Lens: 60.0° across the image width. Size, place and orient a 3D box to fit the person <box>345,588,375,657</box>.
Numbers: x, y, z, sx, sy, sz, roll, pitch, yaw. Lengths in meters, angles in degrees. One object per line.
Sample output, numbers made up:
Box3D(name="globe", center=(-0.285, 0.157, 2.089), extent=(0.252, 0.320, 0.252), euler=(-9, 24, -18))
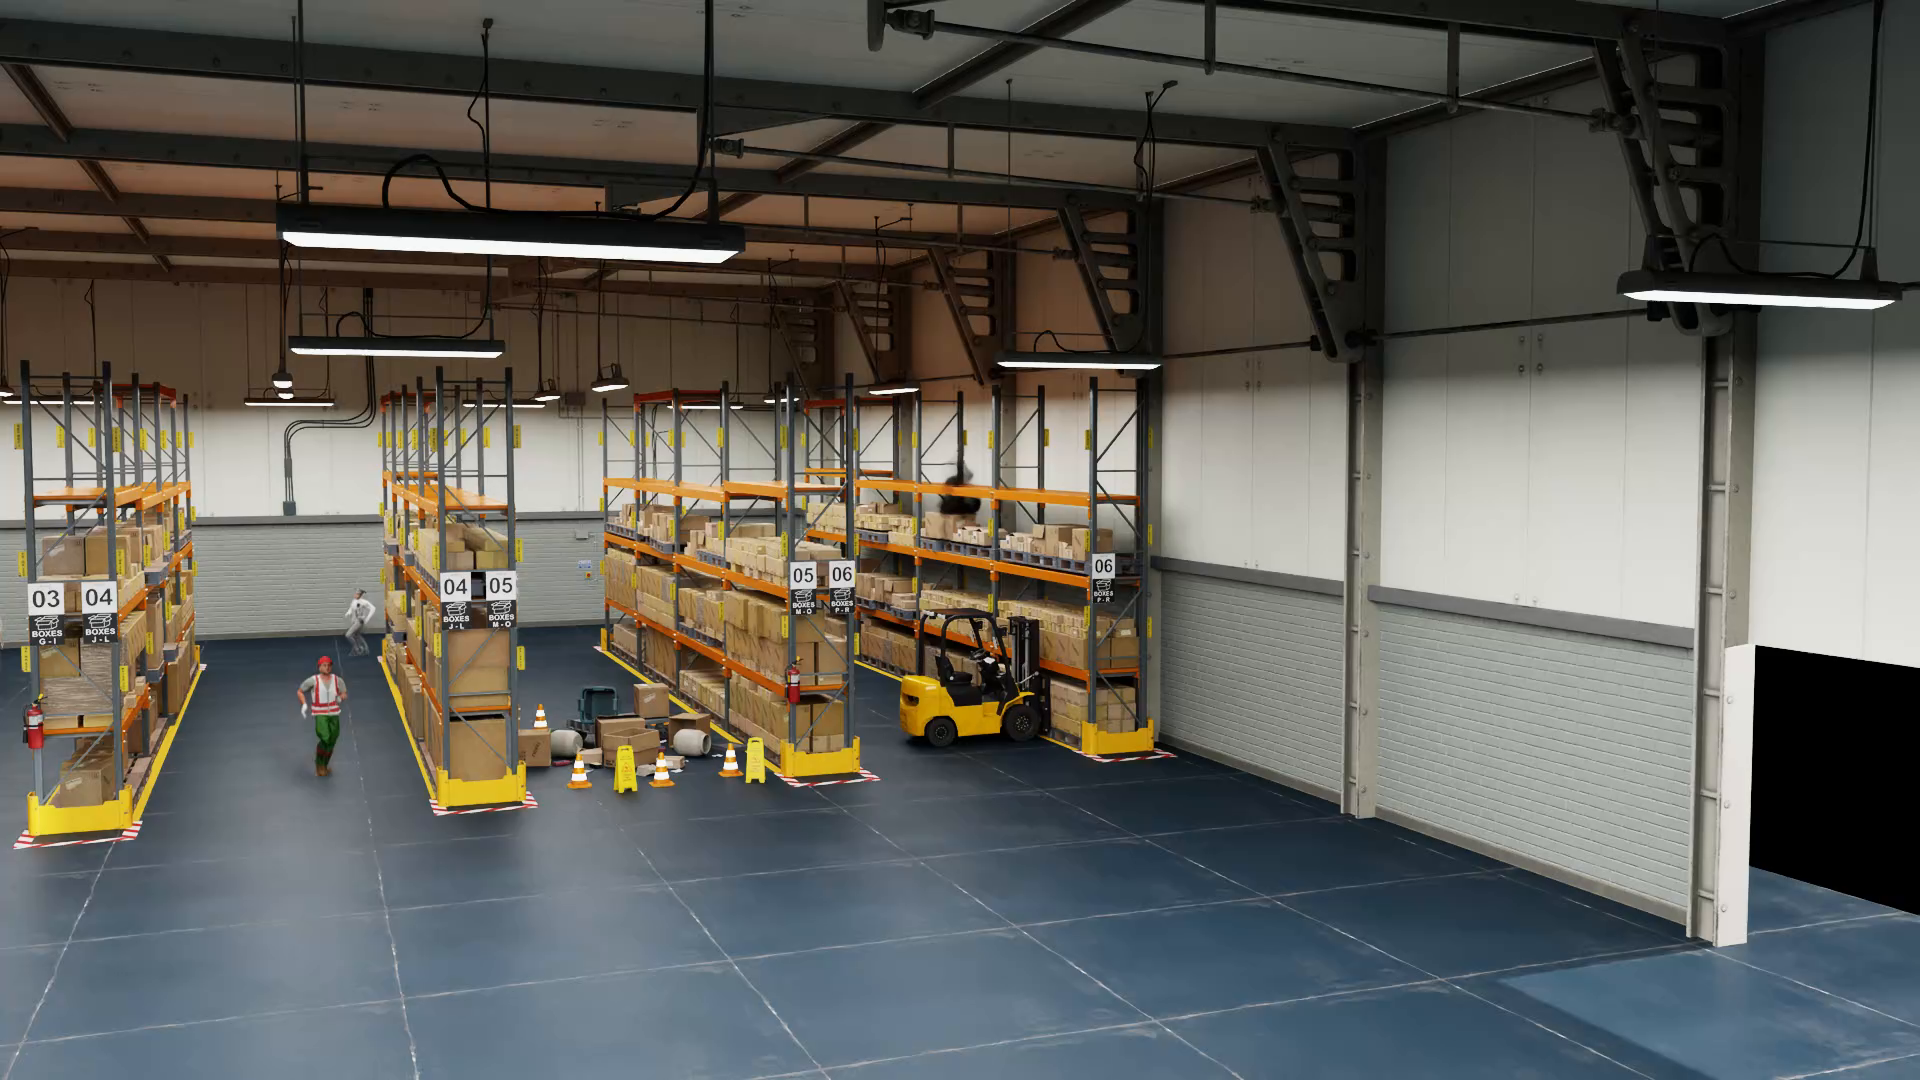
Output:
Box3D(name="person", center=(-13.862, 1.902, 38.377), extent=(0.744, 1.627, 0.685), euler=(3, 5, 43))

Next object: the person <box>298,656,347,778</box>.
Box3D(name="person", center=(-9.411, 2.622, 24.690), extent=(0.641, 1.785, 0.702), euler=(-3, 5, -41))
